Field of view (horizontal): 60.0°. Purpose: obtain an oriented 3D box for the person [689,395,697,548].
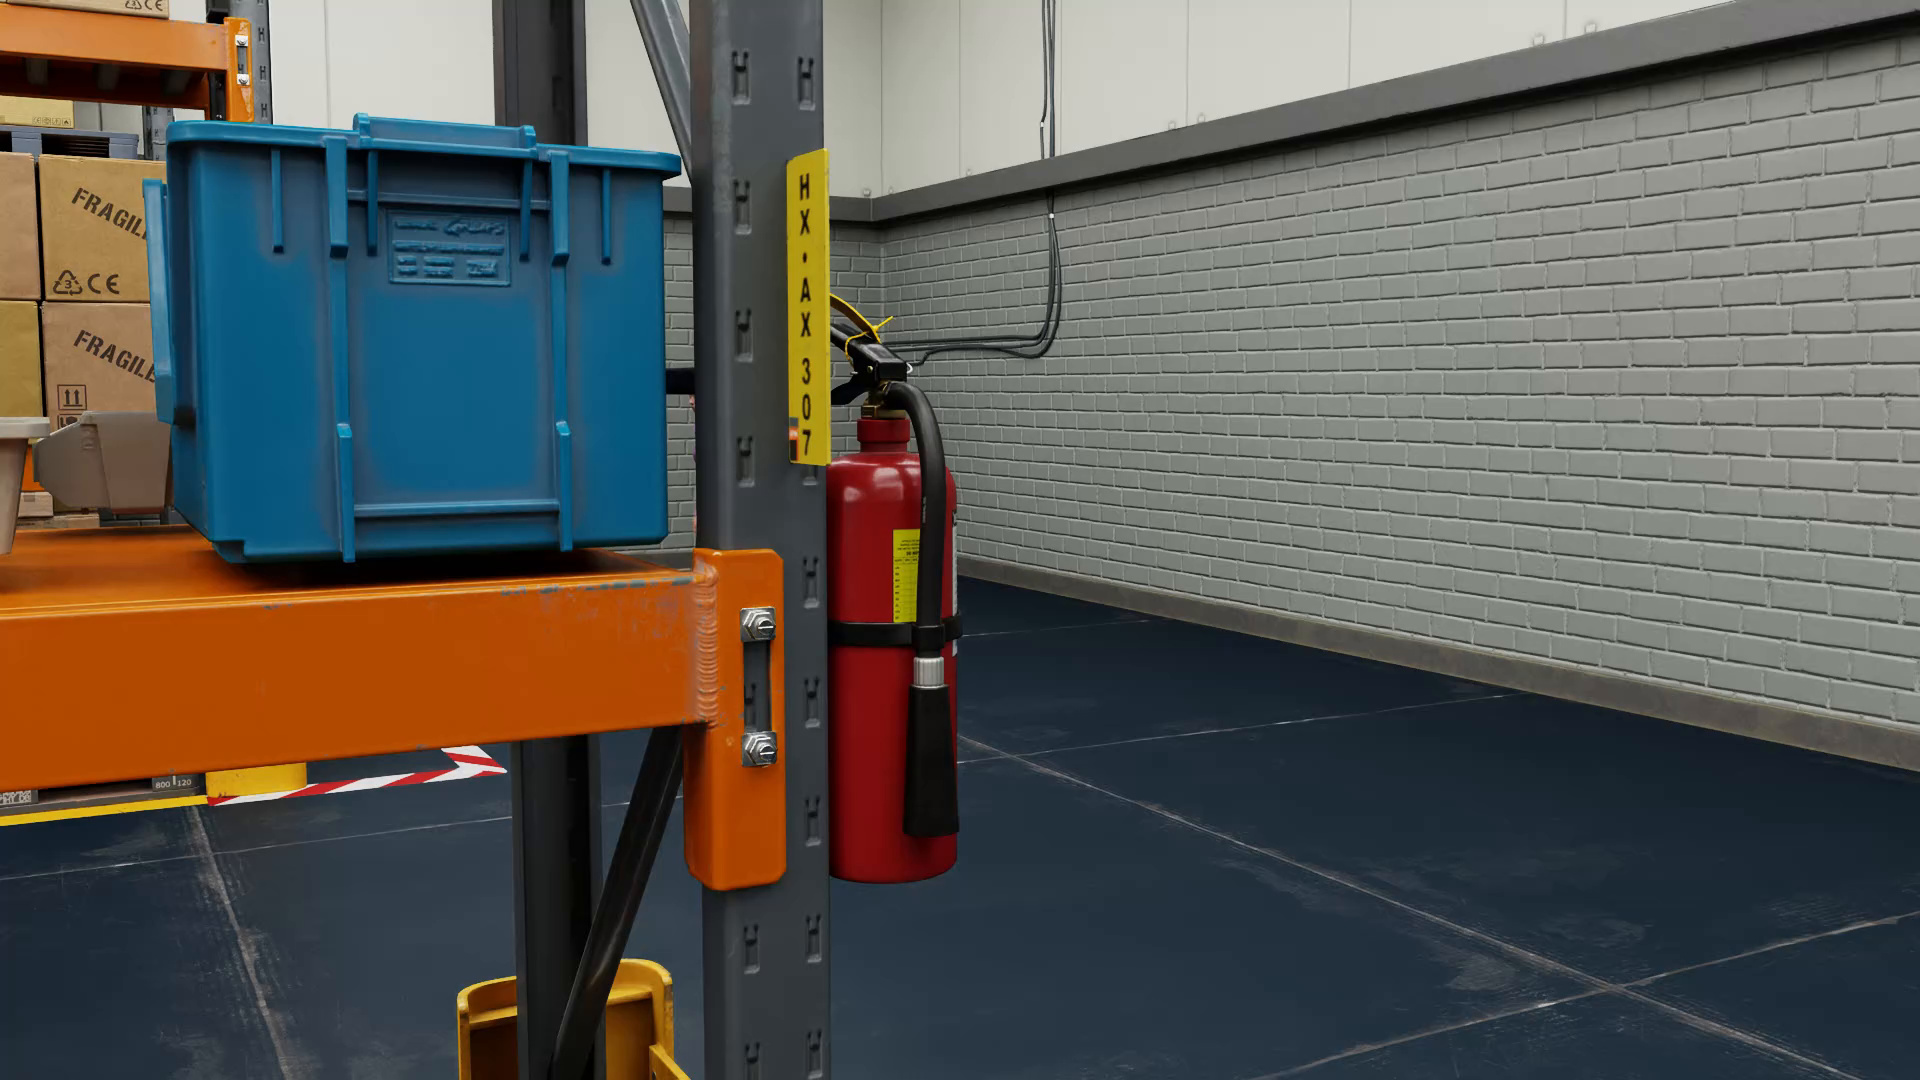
[{"bbox_3d":[-1.276,-0.041,8.803,0.347,1.478,0.480,-3,6,-32],"label":"person"}]
